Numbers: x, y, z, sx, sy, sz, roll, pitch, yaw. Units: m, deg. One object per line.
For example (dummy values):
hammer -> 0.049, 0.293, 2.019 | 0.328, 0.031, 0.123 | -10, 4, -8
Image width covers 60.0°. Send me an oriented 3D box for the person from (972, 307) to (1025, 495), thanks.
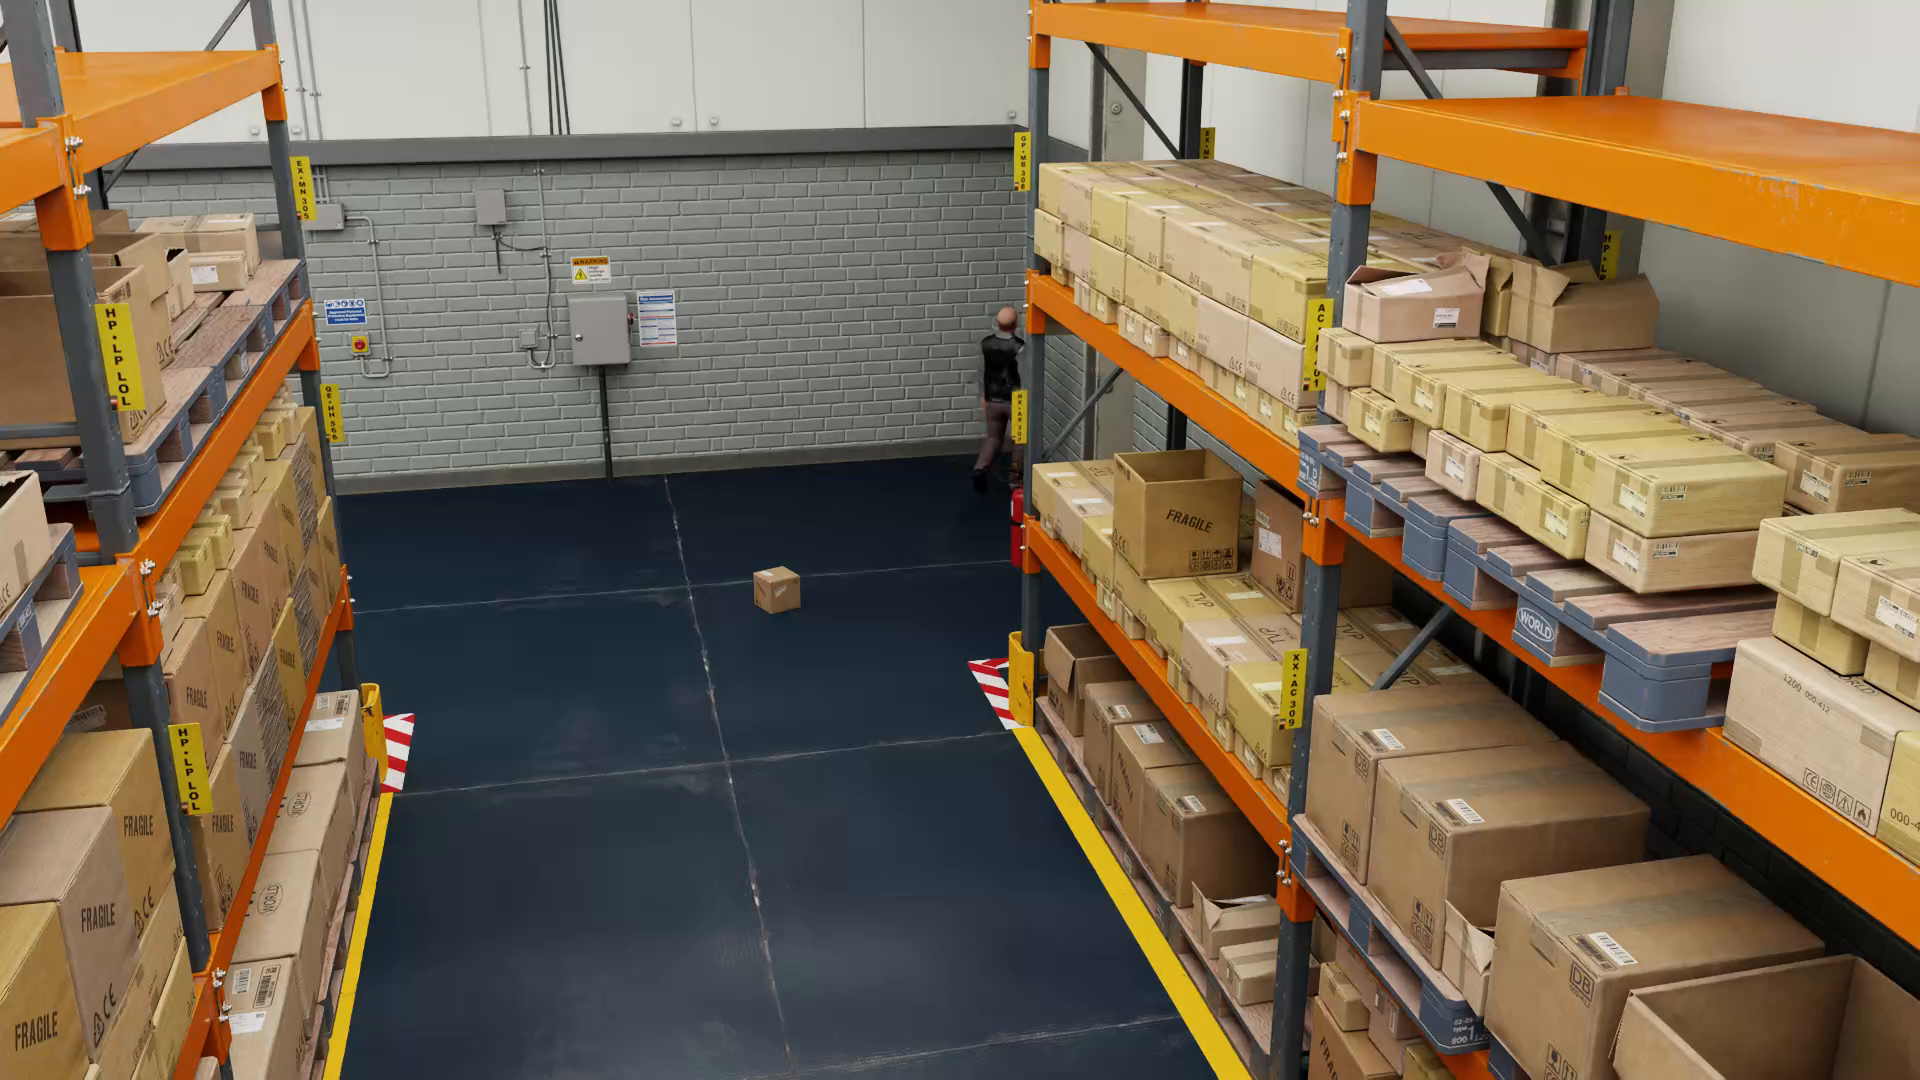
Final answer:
person -> 0.393, -1.182, 14.417 | 0.537, 1.703, 0.722 | 9, 21, 24
